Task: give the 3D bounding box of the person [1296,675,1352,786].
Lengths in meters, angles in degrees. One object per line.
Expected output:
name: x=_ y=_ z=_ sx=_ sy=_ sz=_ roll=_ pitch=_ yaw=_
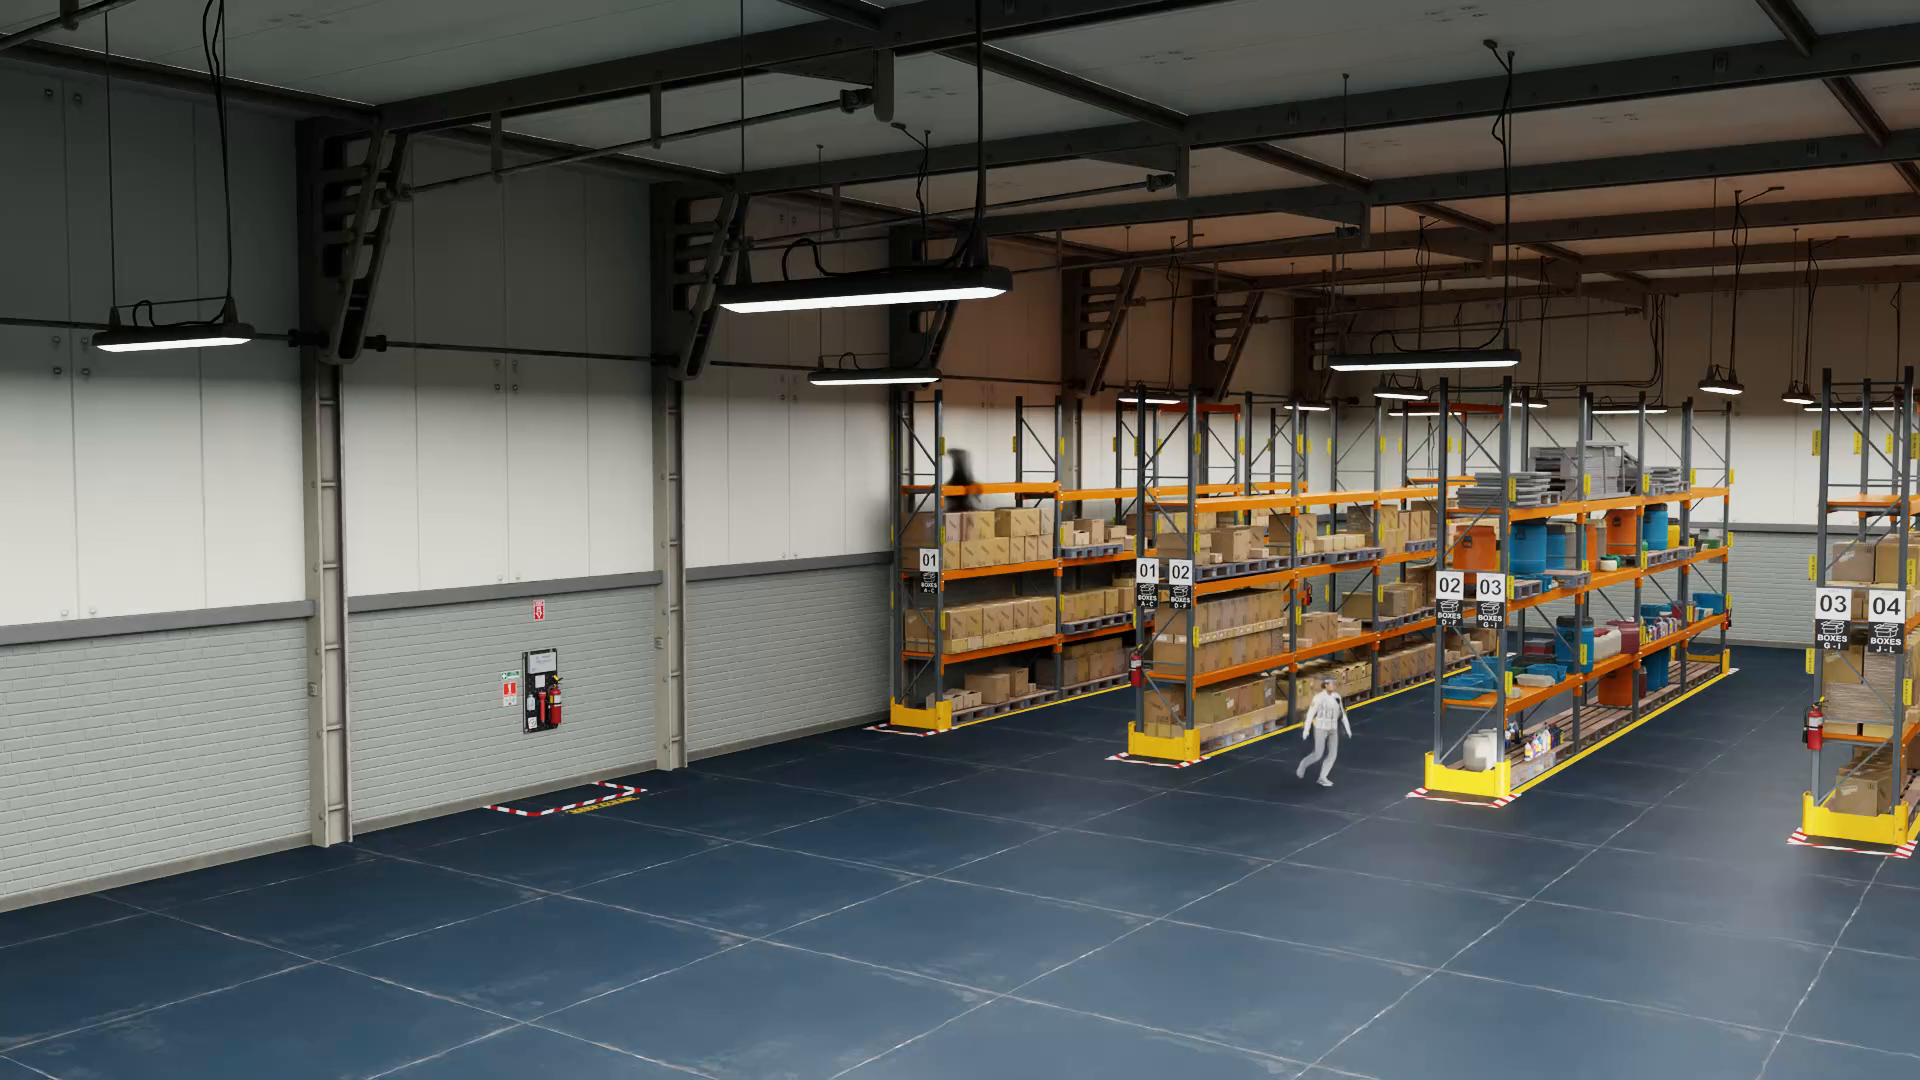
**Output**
person: x=5.365 y=2.795 z=24.566 sx=0.639 sy=1.651 sz=0.658 roll=-1 pitch=4 yaw=-24
